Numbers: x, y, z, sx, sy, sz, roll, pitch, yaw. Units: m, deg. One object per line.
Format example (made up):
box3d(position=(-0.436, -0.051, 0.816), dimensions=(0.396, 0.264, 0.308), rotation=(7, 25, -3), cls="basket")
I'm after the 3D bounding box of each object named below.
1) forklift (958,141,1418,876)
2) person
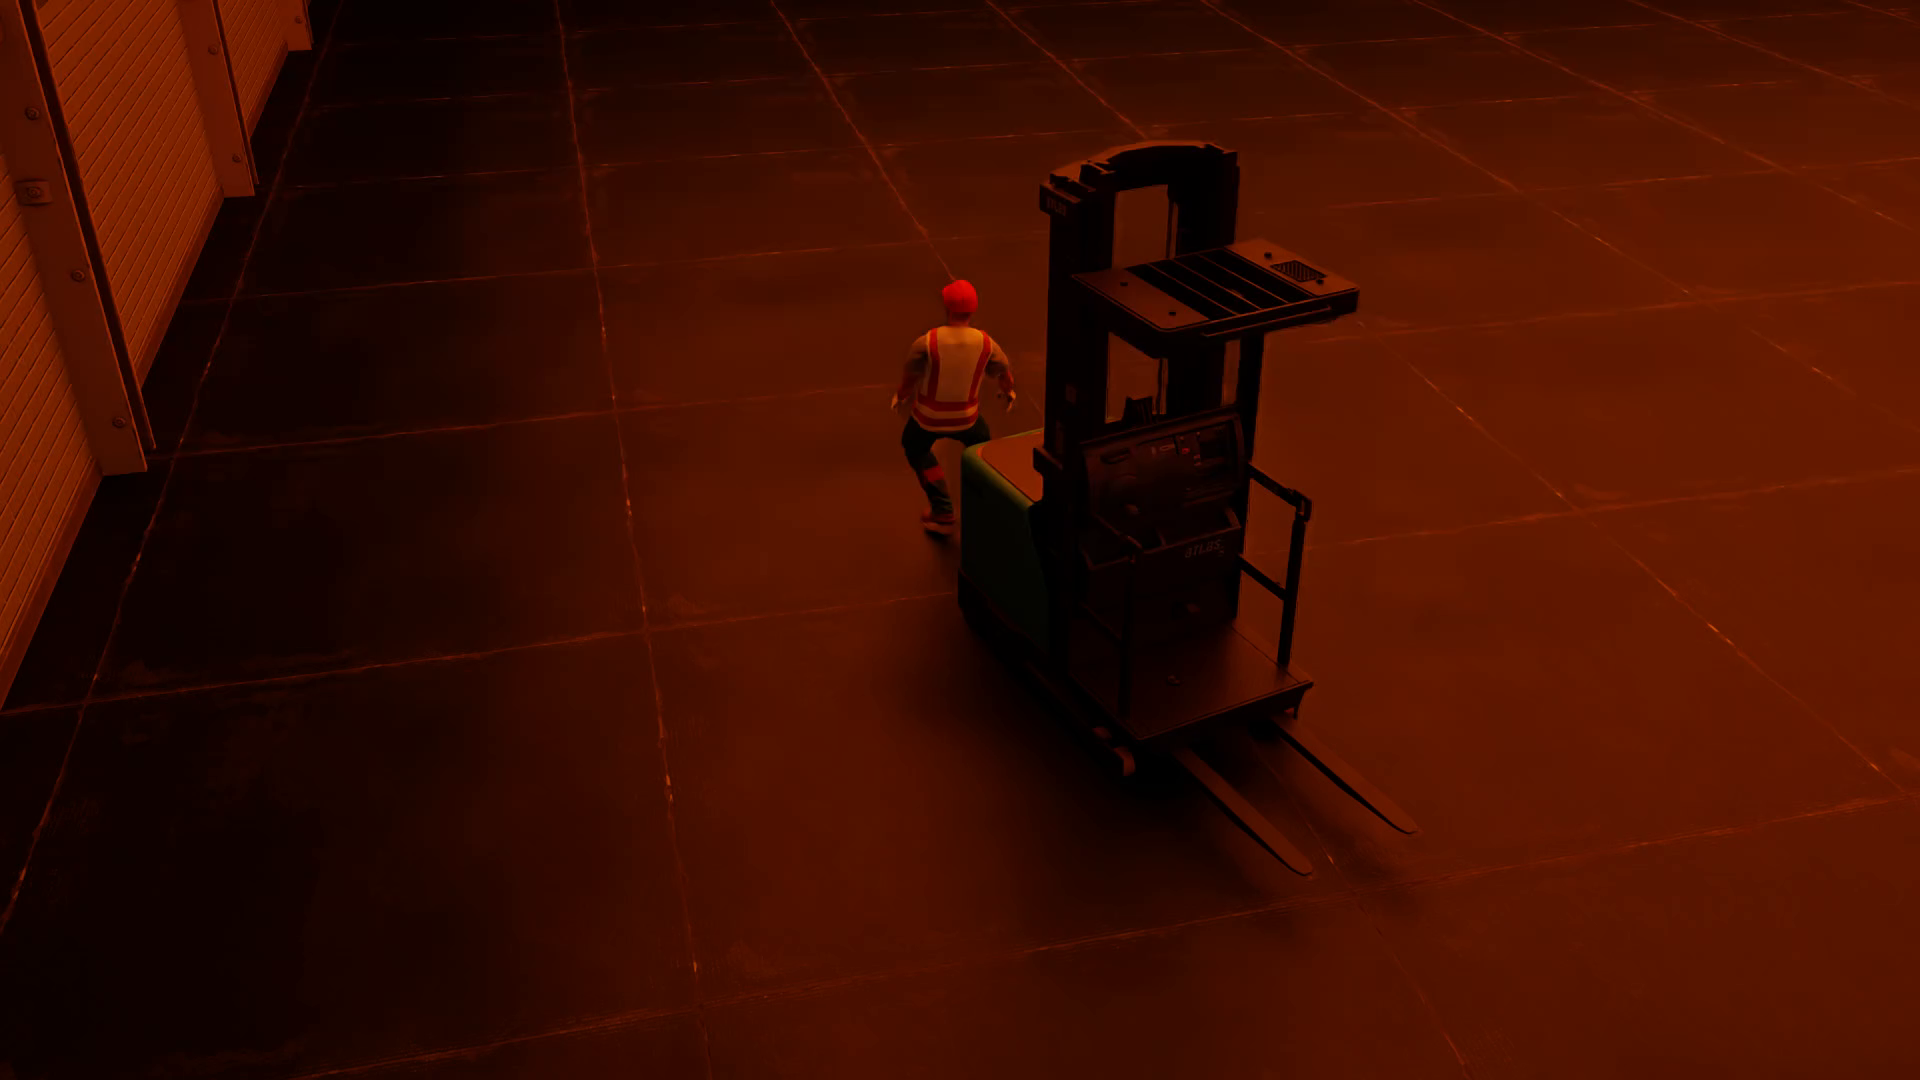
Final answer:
box3d(position=(1.124, -0.319, 8.126), dimensions=(1.130, 2.935, 3.031), rotation=(-15, 33, -24), cls="forklift")
box3d(position=(-0.020, -0.831, 10.247), dimensions=(0.806, 1.700, 0.570), rotation=(-6, 31, -11), cls="person")
